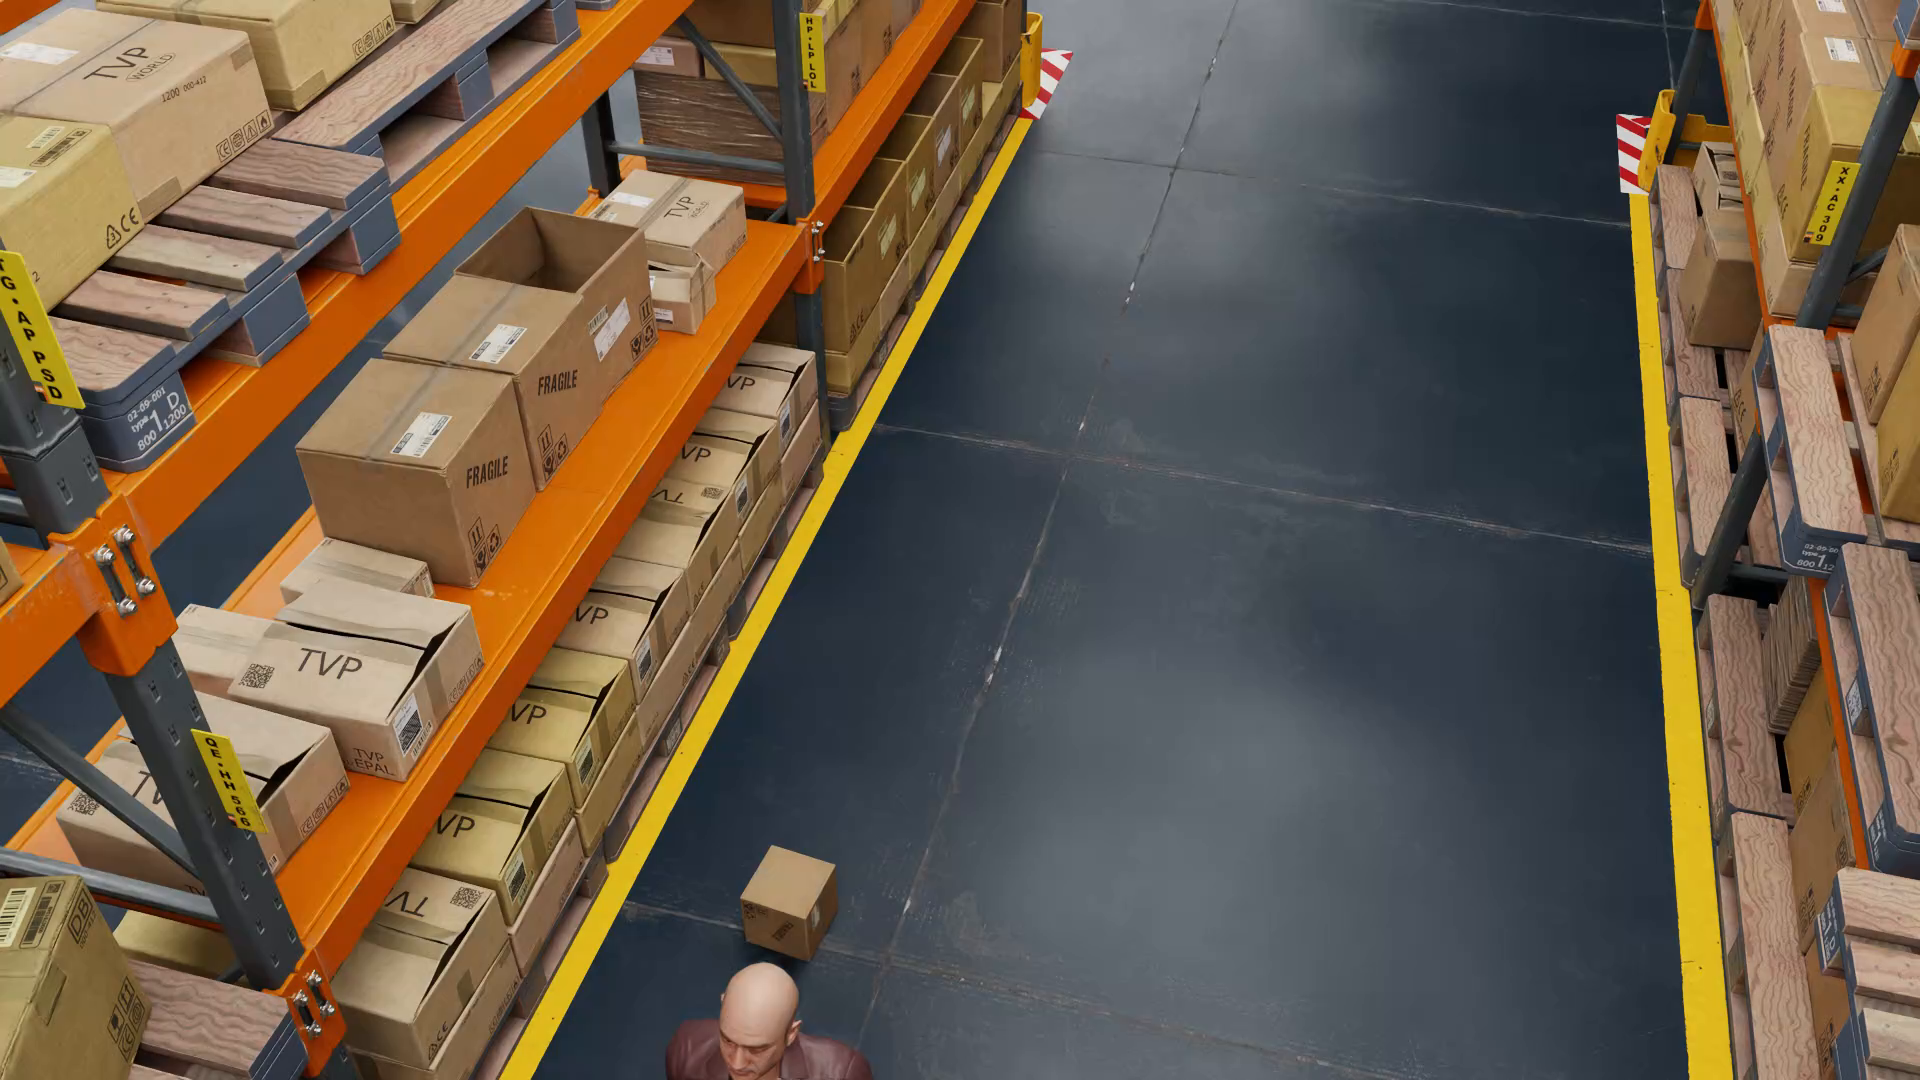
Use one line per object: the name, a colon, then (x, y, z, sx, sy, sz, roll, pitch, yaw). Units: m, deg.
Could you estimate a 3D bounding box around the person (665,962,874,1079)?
person: (-0.450, 1.679, 4.203, 0.565, 1.732, 1.100, 4, 41, 4)
